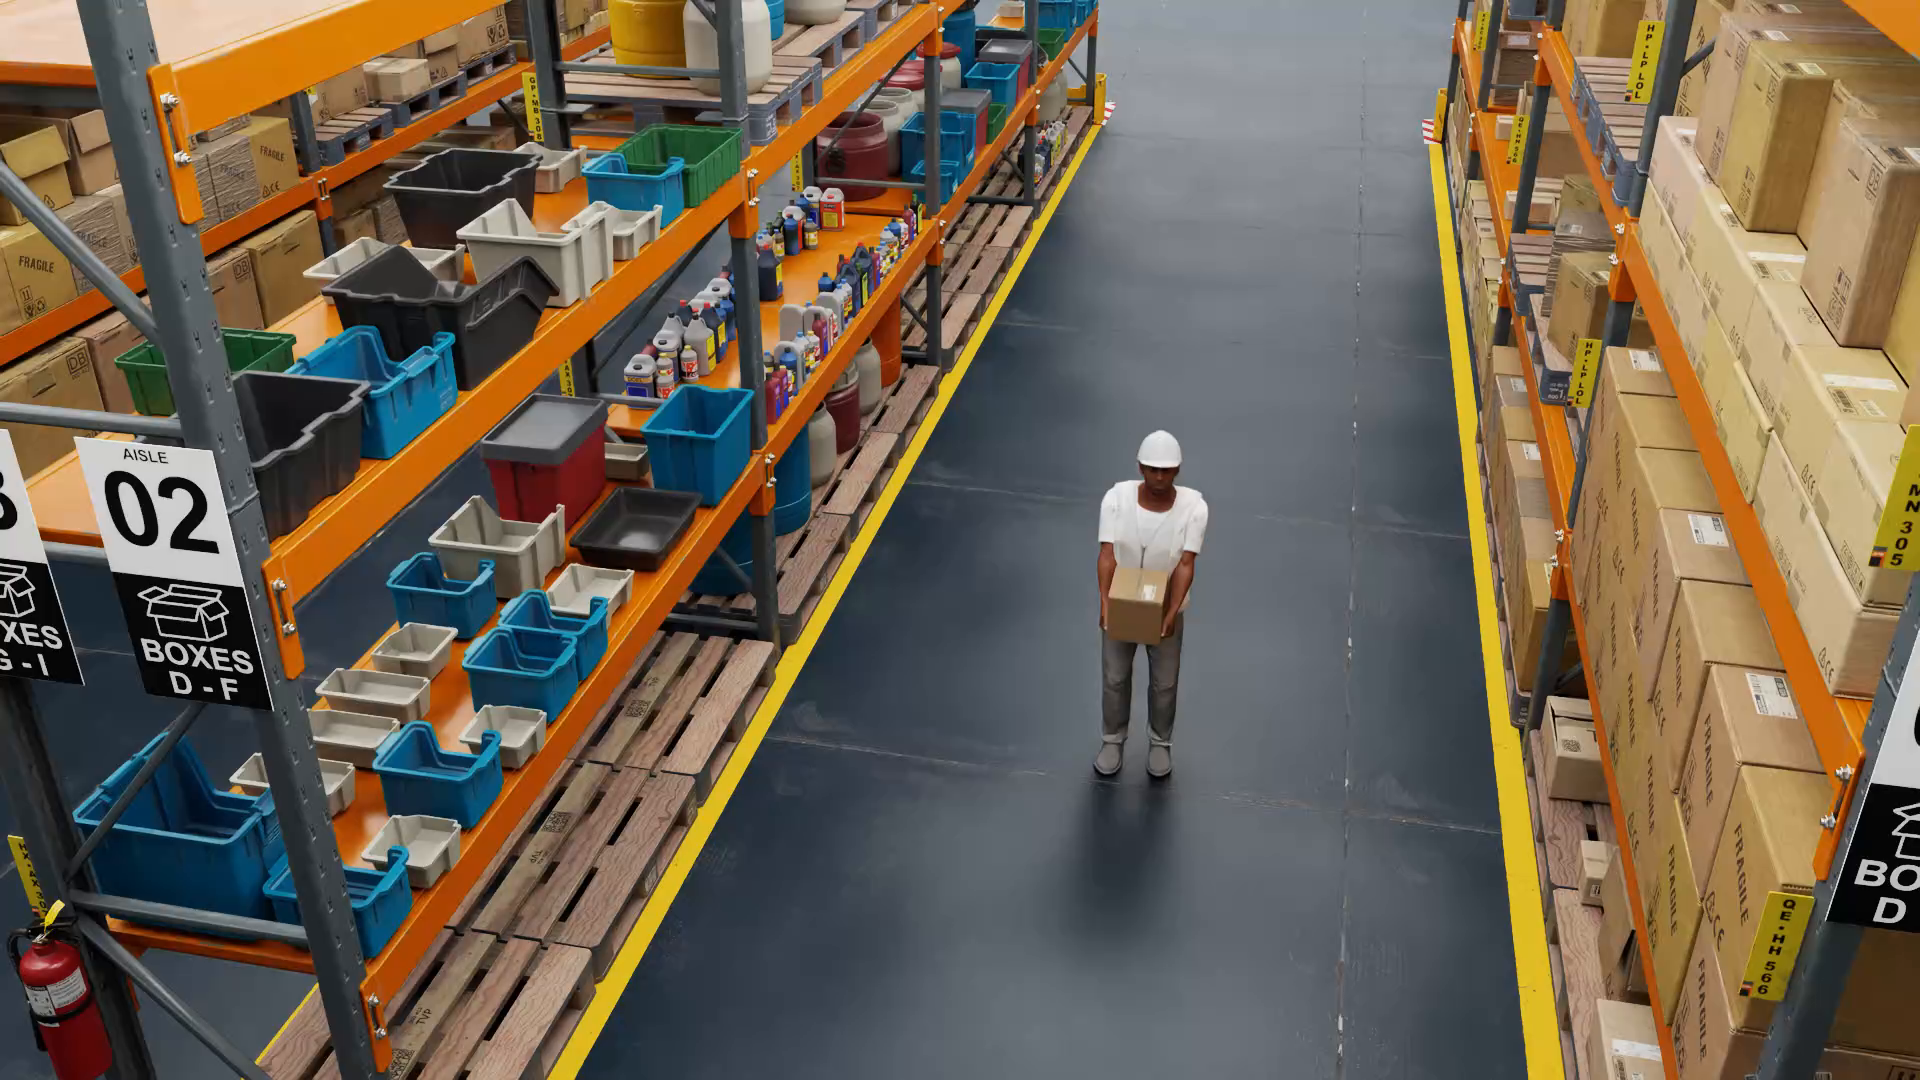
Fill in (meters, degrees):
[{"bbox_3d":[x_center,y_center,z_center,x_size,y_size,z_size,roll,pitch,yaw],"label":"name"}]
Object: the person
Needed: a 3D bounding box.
[{"bbox_3d":[0.883,0.357,7.949,0.503,1.760,0.587,6,29,11],"label":"person"}]
